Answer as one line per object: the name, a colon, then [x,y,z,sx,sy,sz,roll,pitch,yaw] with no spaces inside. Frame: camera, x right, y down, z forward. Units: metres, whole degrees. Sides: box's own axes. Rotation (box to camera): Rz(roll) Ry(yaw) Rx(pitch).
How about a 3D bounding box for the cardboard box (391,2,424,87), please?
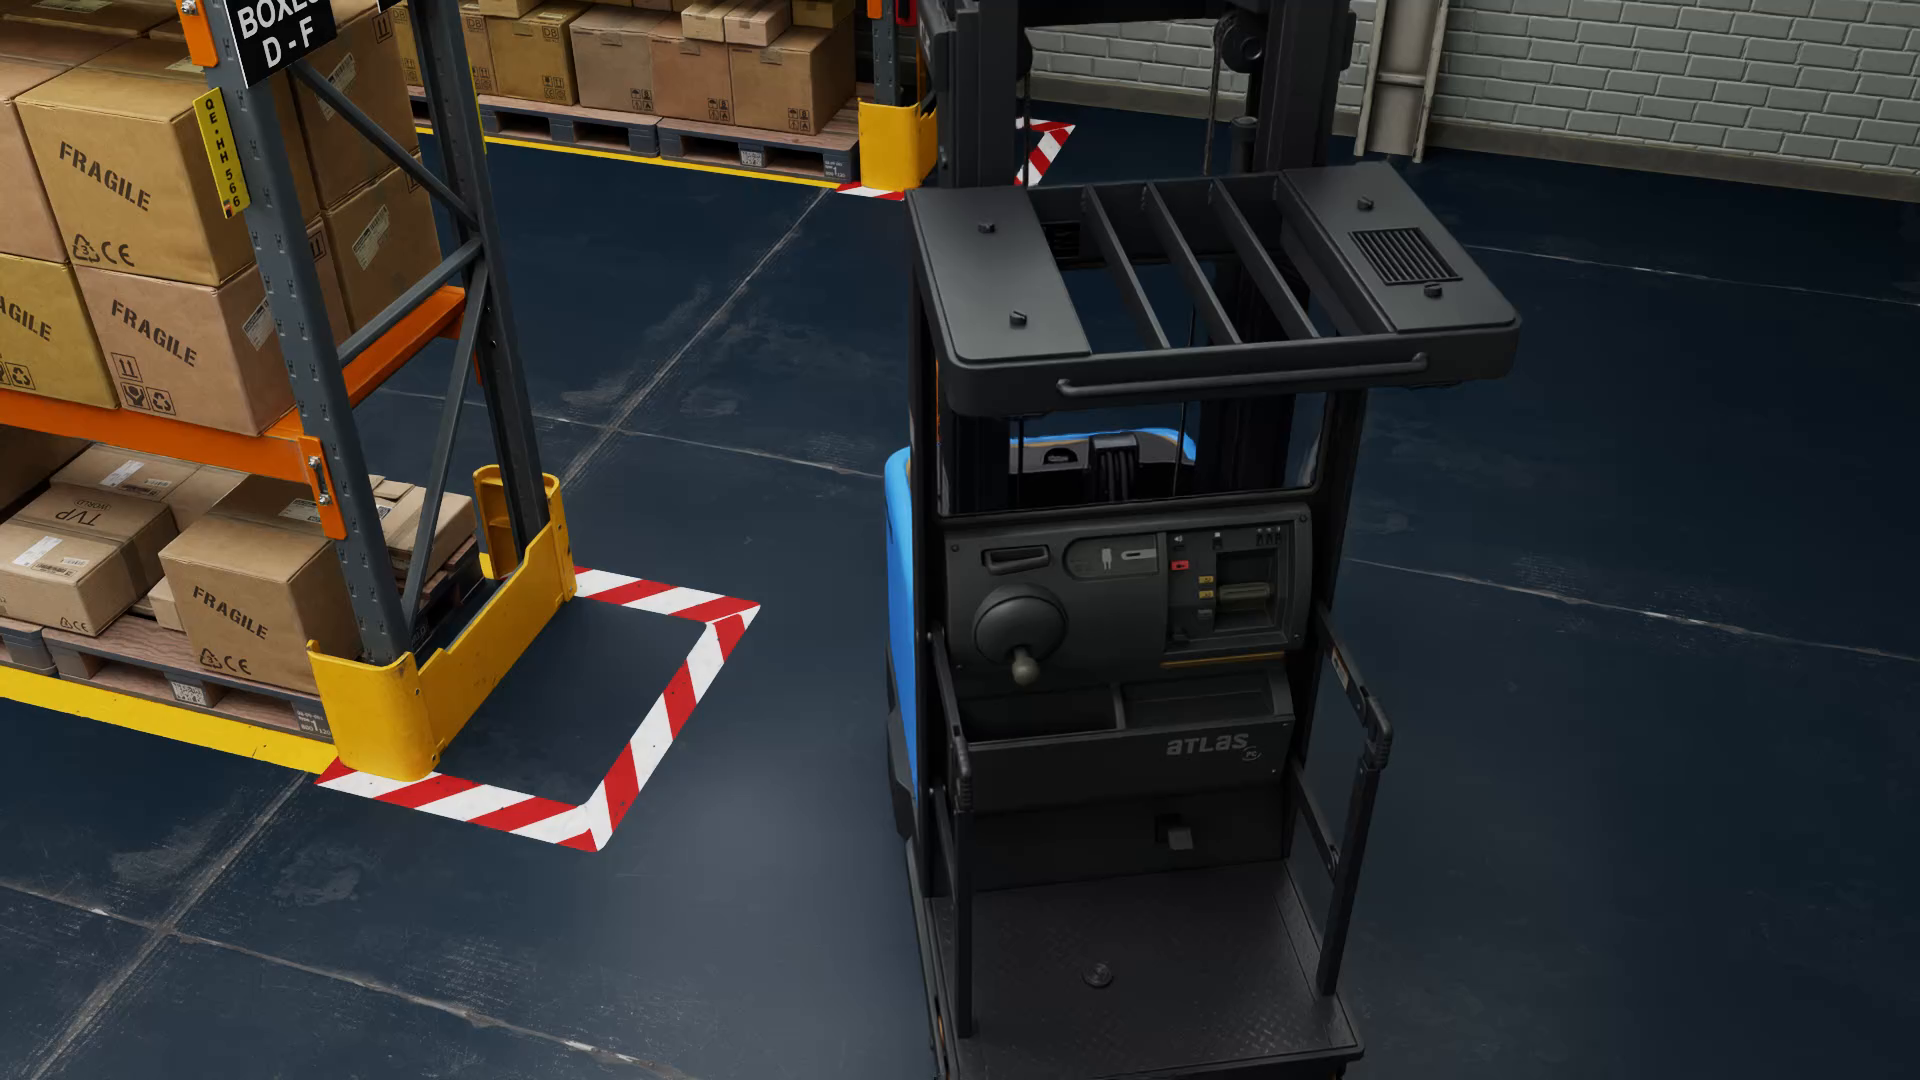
cardboard box: [-3.404,-3.208,10.333,0.500,0.500,0.700,11,38,14]

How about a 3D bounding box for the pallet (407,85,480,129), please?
pallet: [-3.385,-2.934,10.559,1.213,0.211,1.003,10,38,14]

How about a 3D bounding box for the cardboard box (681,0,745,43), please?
cardboard box: [-1.388,-2.984,9.481,0.250,0.149,0.380,11,38,15]

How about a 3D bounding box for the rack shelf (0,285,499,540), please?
rack shelf: [-3.652,-0.789,5.899,4.000,0.370,1.077,10,38,14]

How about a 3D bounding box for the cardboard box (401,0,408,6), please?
cardboard box: [-3.131,-3.306,9.918,0.250,0.149,0.380,12,38,15]

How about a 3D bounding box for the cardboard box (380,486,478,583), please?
cardboard box: [-2.040,-0.023,6.285,0.250,0.149,0.380,10,38,14]

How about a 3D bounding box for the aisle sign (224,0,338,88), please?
aisle sign: [-1.769,-1.587,4.183,0.004,0.787,0.394,10,38,14]

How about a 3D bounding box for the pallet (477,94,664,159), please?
pallet: [-2.216,-2.720,10.267,1.213,0.211,1.003,10,38,14]

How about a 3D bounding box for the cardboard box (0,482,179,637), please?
cardboard box: [-3.233,0.063,6.082,0.500,0.250,0.500,10,38,14]

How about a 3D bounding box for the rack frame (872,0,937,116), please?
rack frame: [-0.269,-3.529,9.014,0.127,3.000,1.000,10,38,14]

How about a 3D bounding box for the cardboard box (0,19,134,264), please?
cardboard box: [-2.732,-1.180,4.895,0.500,0.500,0.500,12,38,15]

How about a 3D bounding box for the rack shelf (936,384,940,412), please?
rack shelf: [-0.014,-0.547,6.353,0.180,0.103,0.258,10,38,14]

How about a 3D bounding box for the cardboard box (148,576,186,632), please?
cardboard box: [-2.695,0.159,6.022,0.250,0.166,0.380,10,38,14]

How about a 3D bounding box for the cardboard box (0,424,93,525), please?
cardboard box: [-3.766,-0.275,6.328,0.637,0.503,0.797,10,38,14]

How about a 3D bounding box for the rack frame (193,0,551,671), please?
rack frame: [-1.743,-0.726,5.205,0.127,3.000,1.000,10,38,14]

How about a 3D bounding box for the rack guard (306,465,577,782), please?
rack guard: [-1.815,0.268,5.964,0.348,0.500,1.175,10,38,14]

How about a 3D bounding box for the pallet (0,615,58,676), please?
pallet: [-3.737,0.027,6.535,1.213,0.211,1.003,10,38,14]

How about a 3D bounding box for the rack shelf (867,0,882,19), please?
rack shelf: [-2.178,-3.593,9.708,4.000,0.370,1.077,10,38,14]

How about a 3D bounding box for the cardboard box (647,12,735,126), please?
cardboard box: [-1.445,-2.847,9.842,0.500,0.500,0.700,10,38,14]

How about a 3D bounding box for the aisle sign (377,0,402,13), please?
aisle sign: [-1.590,-1.927,4.644,0.004,0.787,0.394,10,38,14]

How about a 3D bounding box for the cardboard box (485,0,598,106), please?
cardboard box: [-2.436,-3.026,10.085,0.500,0.500,0.700,11,38,15]

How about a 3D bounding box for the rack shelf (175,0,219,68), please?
rack shelf: [-3.652,-1.997,5.010,4.000,0.370,1.077,10,38,14]

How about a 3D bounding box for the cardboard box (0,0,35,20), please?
cardboard box: [-3.065,-1.575,5.432,0.500,0.500,0.500,11,38,15]

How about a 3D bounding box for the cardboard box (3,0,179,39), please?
cardboard box: [-2.589,-1.484,5.308,0.500,0.500,0.500,11,38,14]

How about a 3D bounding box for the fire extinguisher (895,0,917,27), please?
fire extinguisher: [-0.263,-3.060,8.757,0.183,0.674,0.296,10,38,14]

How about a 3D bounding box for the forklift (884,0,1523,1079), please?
forklift: [0.460,0.206,3.998,1.130,2.935,3.031,-5,37,-6]

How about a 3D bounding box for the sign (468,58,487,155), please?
sign: [-1.581,-1.381,5.366,0.005,0.325,0.100,10,38,14]

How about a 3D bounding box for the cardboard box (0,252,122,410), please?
cardboard box: [-2.748,-0.781,5.196,0.500,0.500,0.500,11,38,14]

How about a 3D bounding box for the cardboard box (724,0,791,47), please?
cardboard box: [-1.144,-2.939,9.420,0.250,0.149,0.380,10,38,13]

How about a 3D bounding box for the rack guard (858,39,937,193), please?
rack guard: [-0.246,-2.518,9.749,0.348,0.500,1.175,10,38,14]

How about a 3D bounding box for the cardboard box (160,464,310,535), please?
cardboard box: [-2.654,-0.140,6.359,0.500,0.250,0.500,10,38,14]

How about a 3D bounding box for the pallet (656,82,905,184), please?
pallet: [-1.056,-2.503,9.973,1.213,0.211,1.003,10,38,14]

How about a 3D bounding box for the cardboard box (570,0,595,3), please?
cardboard box: [-2.240,-3.379,10.018,0.250,0.149,0.380,10,37,13]

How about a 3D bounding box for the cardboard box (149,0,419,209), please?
cardboard box: [-2.088,-1.396,5.188,0.500,0.500,0.500,12,38,15]

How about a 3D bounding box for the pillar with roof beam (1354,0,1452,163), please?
pillar with roof beam: [1.282,-3.521,3.943,0.400,9.000,9.100,10,38,14]

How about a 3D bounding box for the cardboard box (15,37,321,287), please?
cardboard box: [-2.249,-1.092,4.775,0.500,0.500,0.500,10,38,13]

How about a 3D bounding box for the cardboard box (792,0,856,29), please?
cardboard box: [-0.788,-3.111,9.653,0.250,0.149,0.380,11,38,14]

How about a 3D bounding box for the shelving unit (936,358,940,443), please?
shelving unit: [-0.014,-0.486,6.398,0.189,1.200,0.258,10,38,14]

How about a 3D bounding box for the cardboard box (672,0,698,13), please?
cardboard box: [-1.511,-3.244,9.835,0.250,0.149,0.380,11,38,14]

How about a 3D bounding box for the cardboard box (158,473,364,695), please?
cardboard box: [-2.335,0.147,5.757,0.500,0.500,0.500,10,38,14]

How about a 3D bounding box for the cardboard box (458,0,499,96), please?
cardboard box: [-2.925,-3.118,10.210,0.500,0.500,0.700,10,38,13]

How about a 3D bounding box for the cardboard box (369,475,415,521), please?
cardboard box: [-2.278,-0.074,6.339,0.250,0.166,0.380,10,38,14]

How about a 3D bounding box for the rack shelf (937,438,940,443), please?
rack shelf: [-0.014,-0.353,6.495,0.180,0.103,0.258,10,38,14]

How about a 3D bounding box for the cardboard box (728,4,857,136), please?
cardboard box: [-0.967,-2.759,9.722,0.500,0.500,0.700,10,38,14]

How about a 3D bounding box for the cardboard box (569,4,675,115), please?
cardboard box: [-1.925,-2.935,9.962,0.500,0.500,0.700,9,37,12]

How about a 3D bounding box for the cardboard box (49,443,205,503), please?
cardboard box: [-3.132,-0.229,6.479,0.500,0.250,0.500,10,38,14]

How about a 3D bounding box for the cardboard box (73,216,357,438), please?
cardboard box: [-2.251,-0.691,5.074,0.500,0.500,0.500,12,38,15]

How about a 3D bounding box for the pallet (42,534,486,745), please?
pallet: [-2.576,0.244,6.241,1.213,0.211,1.003,10,38,14]

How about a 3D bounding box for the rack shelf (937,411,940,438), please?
rack shelf: [-0.014,-0.450,6.424,0.180,0.103,0.258,10,38,14]

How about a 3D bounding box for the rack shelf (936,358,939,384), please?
rack shelf: [-0.014,-0.643,6.282,0.180,0.103,0.258,10,38,14]

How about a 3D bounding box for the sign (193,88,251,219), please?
sign: [-1.927,-1.009,4.346,0.005,0.325,0.100,10,38,14]

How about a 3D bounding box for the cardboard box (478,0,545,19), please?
cardboard box: [-2.633,-3.214,9.793,0.250,0.149,0.380,9,37,13]

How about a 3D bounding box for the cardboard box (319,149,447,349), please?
cardboard box: [-2.088,-0.993,5.485,0.500,0.500,0.500,11,38,15]

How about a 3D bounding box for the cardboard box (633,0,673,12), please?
cardboard box: [-1.754,-3.289,9.895,0.250,0.149,0.380,11,38,15]

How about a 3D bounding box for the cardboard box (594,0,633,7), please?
cardboard box: [-1.999,-3.334,9.956,0.250,0.149,0.380,11,38,14]
